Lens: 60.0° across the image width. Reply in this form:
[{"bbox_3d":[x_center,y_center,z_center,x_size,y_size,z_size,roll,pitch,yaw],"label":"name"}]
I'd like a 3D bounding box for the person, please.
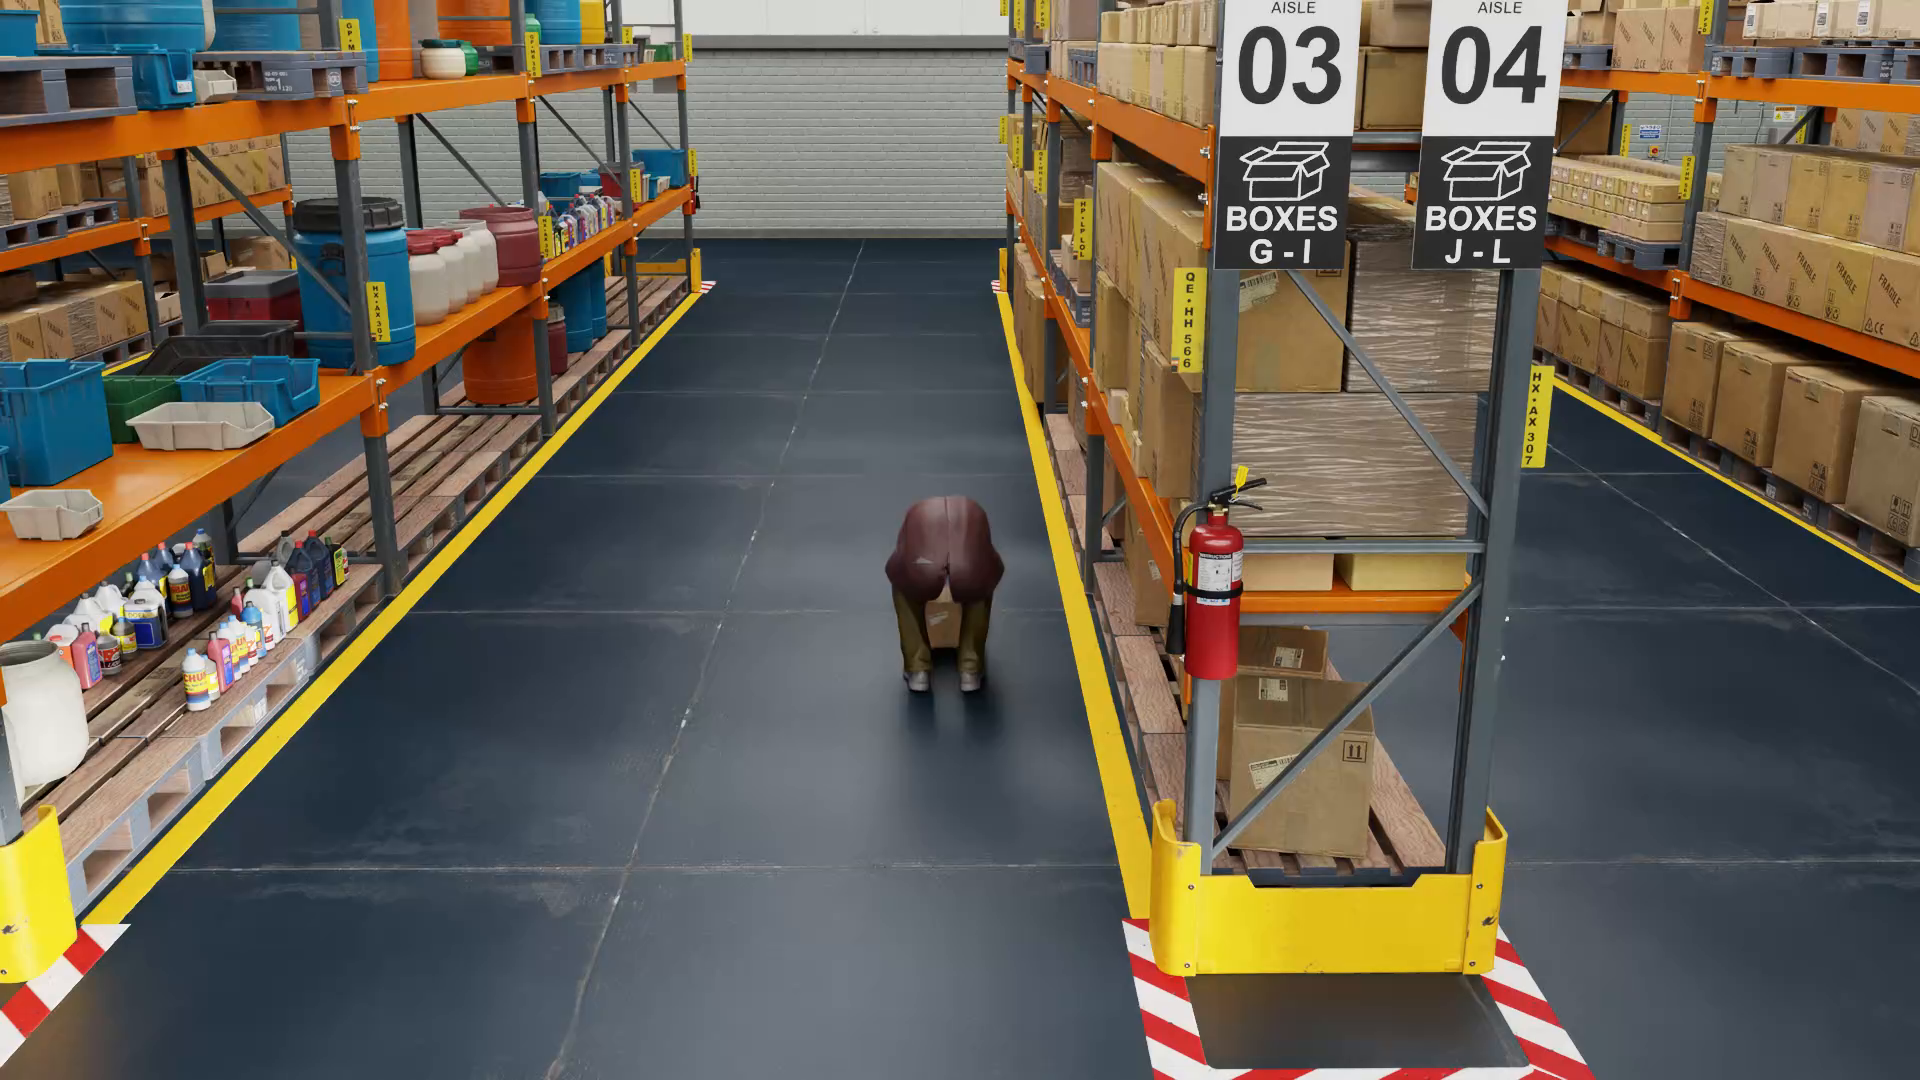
[{"bbox_3d":[-0.080,0.201,8.330,0.594,0.953,0.947,-1,17,-2],"label":"person"}]
